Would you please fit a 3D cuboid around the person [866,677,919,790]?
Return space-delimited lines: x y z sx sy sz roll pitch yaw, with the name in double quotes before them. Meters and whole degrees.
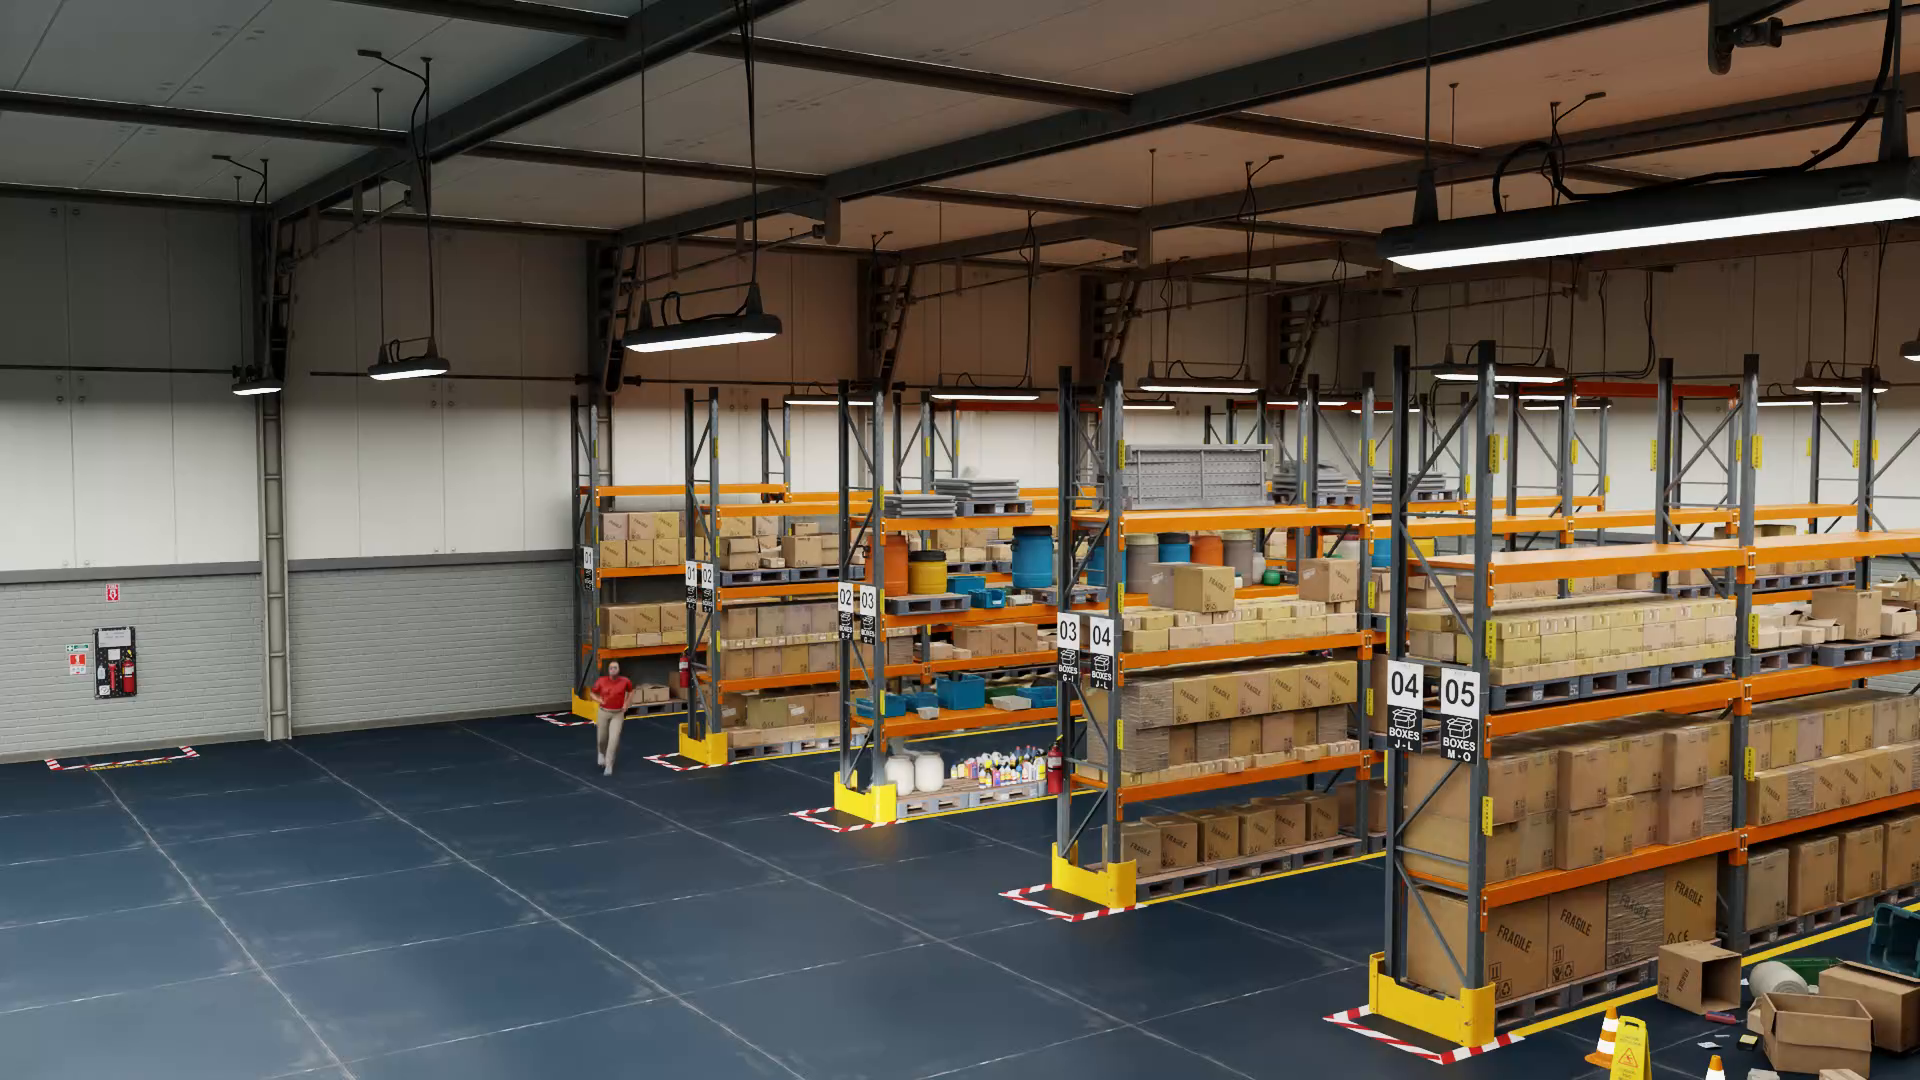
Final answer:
"person" -0.988 2.863 24.840 1.051 1.661 0.565 -3 5 -41

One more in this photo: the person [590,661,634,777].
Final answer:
"person" -5.426 2.755 25.955 0.668 1.744 0.888 -1 3 -9
